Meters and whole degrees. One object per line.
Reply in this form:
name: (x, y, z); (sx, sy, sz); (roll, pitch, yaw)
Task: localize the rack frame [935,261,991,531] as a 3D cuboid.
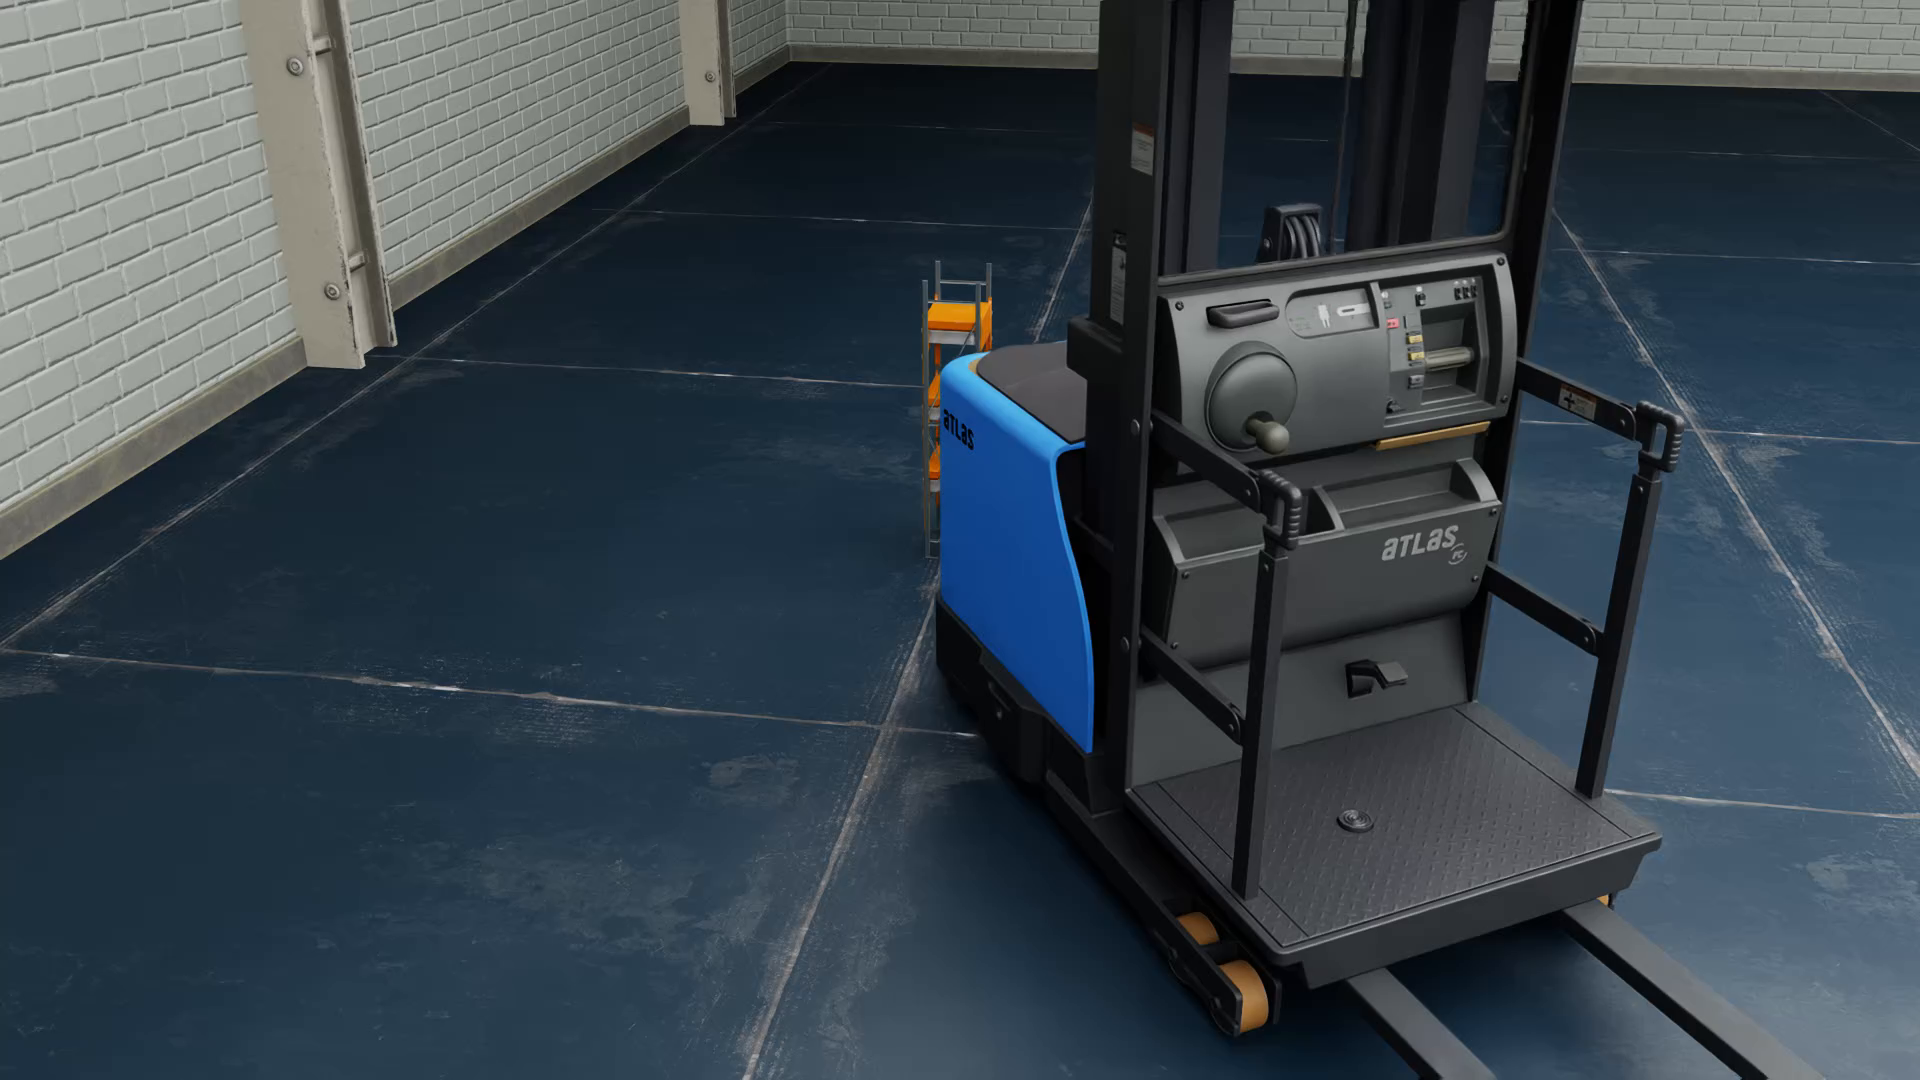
rack frame: (0.011, -0.504, 6.089); (0.200, 1.050, 0.008); (4, 25, 9)

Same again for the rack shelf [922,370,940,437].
rack shelf: (-0.009, -0.444, 5.984); (0.215, 0.259, 0.240); (4, 25, 9)

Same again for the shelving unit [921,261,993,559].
shelving unit: (-0.009, -0.453, 5.980); (0.215, 1.050, 0.252); (4, 25, 9)

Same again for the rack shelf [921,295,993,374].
rack shelf: (-0.009, -0.701, 5.864); (0.215, 0.259, 0.240); (4, 25, 9)

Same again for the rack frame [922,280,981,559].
rack frame: (-0.029, -0.402, 5.871); (0.200, 1.050, 0.008); (4, 25, 9)

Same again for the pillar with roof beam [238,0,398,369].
pillar with roof beam: (1.238, -4.694, 5.663); (9.100, 9.000, 0.400); (4, 25, 9)

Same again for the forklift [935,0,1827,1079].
forklift: (0.980, -0.400, 3.647); (1.130, 2.935, 3.031); (-11, 27, -21)

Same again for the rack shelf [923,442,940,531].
rack shelf: (-0.009, -0.192, 6.102); (0.215, 0.259, 0.240); (4, 25, 9)

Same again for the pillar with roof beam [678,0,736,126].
pillar with roof beam: (2.219, -7.203, 11.024); (9.100, 9.000, 0.400); (4, 25, 9)
